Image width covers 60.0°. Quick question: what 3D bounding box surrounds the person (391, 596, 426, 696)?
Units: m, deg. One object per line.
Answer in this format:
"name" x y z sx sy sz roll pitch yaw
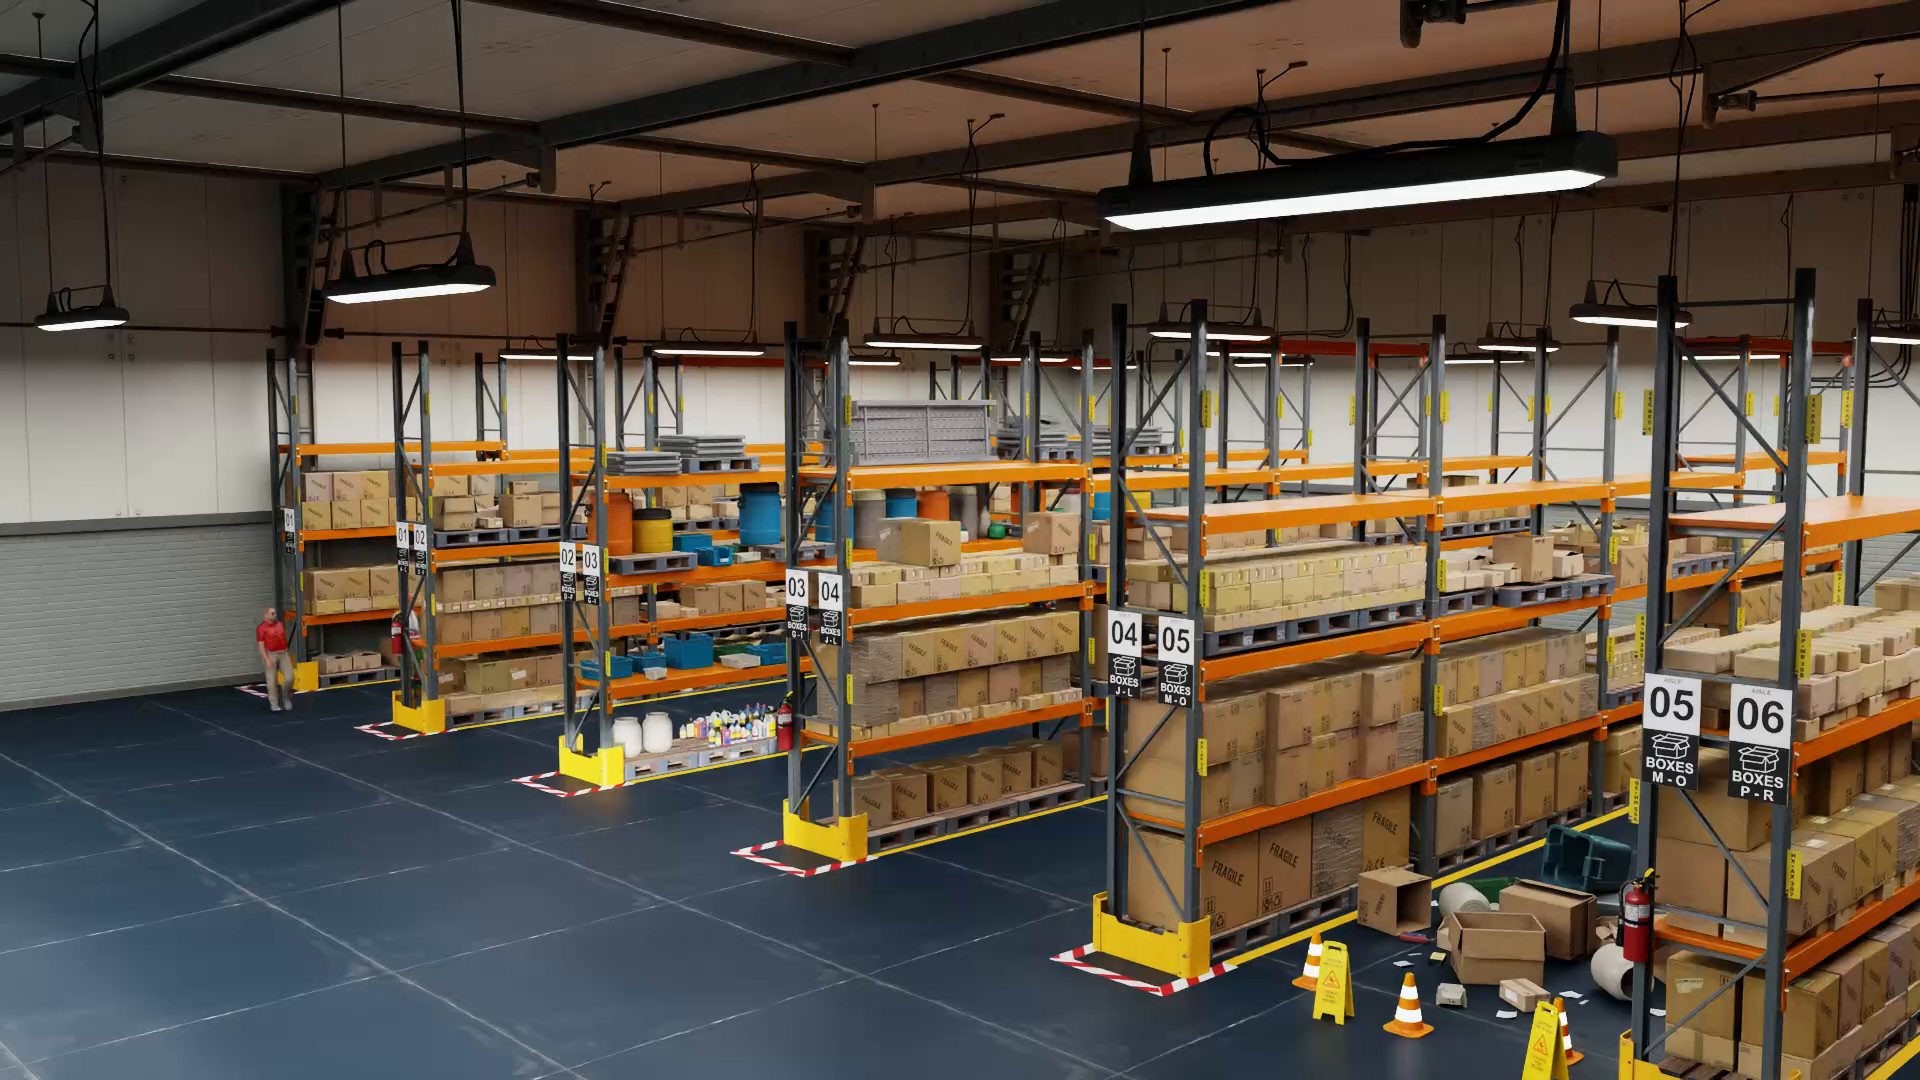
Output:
"person" -9.461 1.828 28.584 0.610 1.830 0.483 -5 7 -43

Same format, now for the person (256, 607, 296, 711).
"person" -11.189 1.950 27.144 0.555 1.730 0.519 -3 6 -35
